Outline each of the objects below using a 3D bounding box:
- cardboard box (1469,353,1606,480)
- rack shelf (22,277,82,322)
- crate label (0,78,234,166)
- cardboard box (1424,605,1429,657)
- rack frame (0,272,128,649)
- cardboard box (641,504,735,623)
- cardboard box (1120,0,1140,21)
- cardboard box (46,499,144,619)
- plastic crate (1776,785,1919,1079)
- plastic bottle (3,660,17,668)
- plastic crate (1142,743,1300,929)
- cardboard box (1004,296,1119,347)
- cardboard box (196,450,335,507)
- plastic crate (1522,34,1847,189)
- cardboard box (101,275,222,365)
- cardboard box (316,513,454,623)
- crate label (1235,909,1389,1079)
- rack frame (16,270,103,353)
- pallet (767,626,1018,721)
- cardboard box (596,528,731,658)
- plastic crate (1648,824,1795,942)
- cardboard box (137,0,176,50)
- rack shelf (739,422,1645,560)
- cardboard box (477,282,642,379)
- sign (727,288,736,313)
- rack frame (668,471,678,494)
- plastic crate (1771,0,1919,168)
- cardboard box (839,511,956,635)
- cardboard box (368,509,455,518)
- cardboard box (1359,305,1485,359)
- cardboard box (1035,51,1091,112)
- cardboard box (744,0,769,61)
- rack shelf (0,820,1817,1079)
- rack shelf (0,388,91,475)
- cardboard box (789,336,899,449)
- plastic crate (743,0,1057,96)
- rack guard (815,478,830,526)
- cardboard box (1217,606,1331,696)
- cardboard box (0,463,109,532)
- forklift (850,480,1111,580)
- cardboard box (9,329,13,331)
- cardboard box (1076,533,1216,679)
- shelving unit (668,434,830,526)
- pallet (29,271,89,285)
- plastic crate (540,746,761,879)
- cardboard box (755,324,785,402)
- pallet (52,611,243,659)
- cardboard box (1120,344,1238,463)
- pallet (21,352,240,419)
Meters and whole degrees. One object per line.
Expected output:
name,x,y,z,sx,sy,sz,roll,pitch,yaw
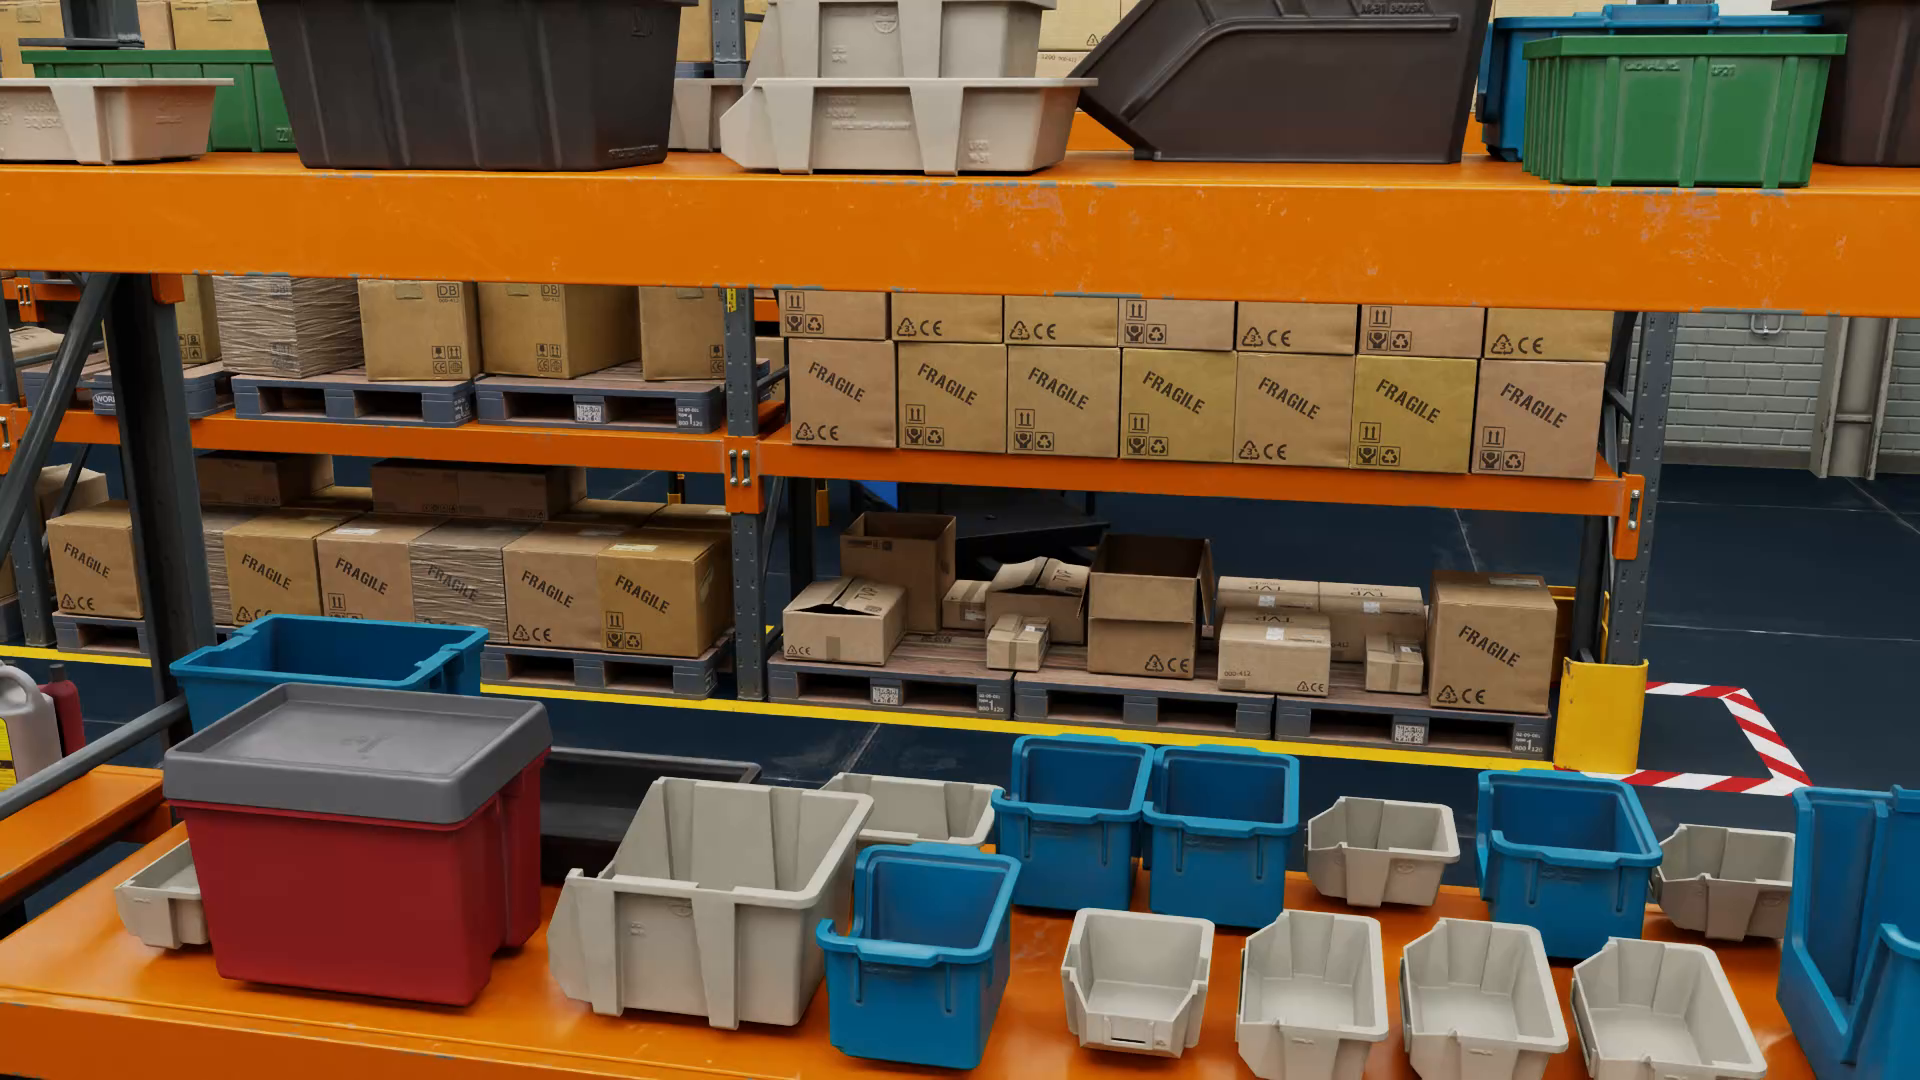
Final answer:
cardboard box,2.496,-0.574,7.256,0.500,0.500,0.500,4,16,13
rack shelf,-5.827,-2.054,14.136,4.000,0.370,1.077,3,16,11
crate label,-1.499,-0.707,2.800,0.466,0.136,0.293,3,16,11
cardboard box,2.402,0.455,8.213,0.250,0.166,0.380,3,16,11
rack frame,-4.850,-0.998,8.977,0.127,3.000,1.000,3,16,11
cardboard box,-1.356,0.118,8.807,0.500,0.500,0.500,2,16,9
cardboard box,0.964,-2.227,7.136,0.500,0.250,0.500,3,16,11
cardboard box,-4.461,0.093,8.895,0.500,0.500,0.500,4,16,13
plastic crate,1.633,0.708,2.639,0.499,0.435,0.616,3,16,11
plastic bottle,-2.326,0.428,4.046,0.133,0.283,0.061,3,16,11
plastic crate,0.532,0.605,3.389,0.300,0.233,0.416,3,16,11
cardboard box,0.484,-1.162,7.508,0.500,0.500,0.500,3,16,9
cardboard box,-3.831,-0.377,9.187,0.500,0.250,0.500,4,16,13
plastic crate,0.975,-0.598,2.311,0.336,0.188,0.450,3,16,11
cardboard box,-4.211,-1.245,8.893,0.500,0.500,0.700,-2,16,-8
cardboard box,-2.944,0.174,8.603,0.500,0.500,0.500,3,16,9
crate label,0.604,0.797,2.876,0.243,0.136,0.396,3,16,11
rack frame,-7.787,-2.507,14.424,0.127,3.000,1.000,3,16,11
pallet,-0.258,0.595,8.448,1.213,0.211,1.003,3,16,11
cardboard box,-1.471,0.256,8.308,0.500,0.500,0.500,3,16,11
plastic crate,1.524,0.683,3.289,0.298,0.136,0.250,3,16,11
cardboard box,-3.916,-2.451,8.413,0.500,0.500,0.910,3,16,11
rack shelf,1.029,-0.332,7.921,4.000,0.370,1.077,3,16,11
cardboard box,-2.037,-1.140,8.514,0.500,0.500,0.700,6,16,20
sign,-1.038,-1.198,7.529,0.005,0.325,0.100,3,16,11
rack frame,-1.972,-0.865,11.304,0.032,1.500,0.500,-2,16,-6
plastic crate,1.677,-0.753,2.718,0.590,0.269,0.497,3,16,11
cardboard box,-0.316,0.163,8.642,0.500,0.500,0.500,3,16,11
cardboard box,-2.864,0.037,9.099,0.500,0.500,0.500,3,16,9
cardboard box,2.003,-1.081,7.216,0.500,0.500,0.500,4,16,13
cardboard box,0.476,-2.014,7.304,0.500,0.250,0.500,3,16,11
cardboard box,-1.346,-3.876,12.734,0.500,0.500,0.700,3,16,10
rack shelf,0.039,0.963,3.244,4.000,0.370,1.077,3,16,11
rack shelf,-6.810,-0.758,9.457,4.000,0.370,1.077,3,16,11
cardboard box,-0.485,-0.735,7.840,0.500,0.500,0.500,4,16,13
plastic crate,-0.112,-0.864,3.096,0.530,0.282,0.437,3,16,11
rack guard,-0.963,-0.292,11.579,0.087,0.250,0.587,-2,16,-6
cardboard box,1.482,0.517,7.831,0.500,0.250,0.500,3,16,11
cardboard box,-5.305,-0.251,9.591,0.500,0.311,0.500,4,16,13
forklift,0.242,-1.240,9.978,1.130,2.935,3.031,-6,17,-20
cardboard box,-5.688,-1.054,9.343,0.500,0.311,0.500,3,16,10
cardboard box,0.912,0.304,8.127,0.637,0.503,0.797,3,16,11
shelving unit,-1.458,-0.880,11.359,1.083,1.500,0.587,-2,16,-6
pallet,-7.067,-2.336,14.165,1.213,0.211,1.003,3,16,11
plastic crate,-0.771,0.603,3.599,0.590,0.125,0.437,3,16,11
cardboard box,-1.482,-1.295,13.289,0.750,0.750,0.750,4,16,13
pallet,-4.126,0.395,9.170,1.213,0.211,1.003,3,16,11
cardboard box,1.005,-0.655,7.550,0.500,0.500,0.500,3,16,10
pallet,-4.172,-0.888,8.939,1.003,0.211,1.213,3,16,11
